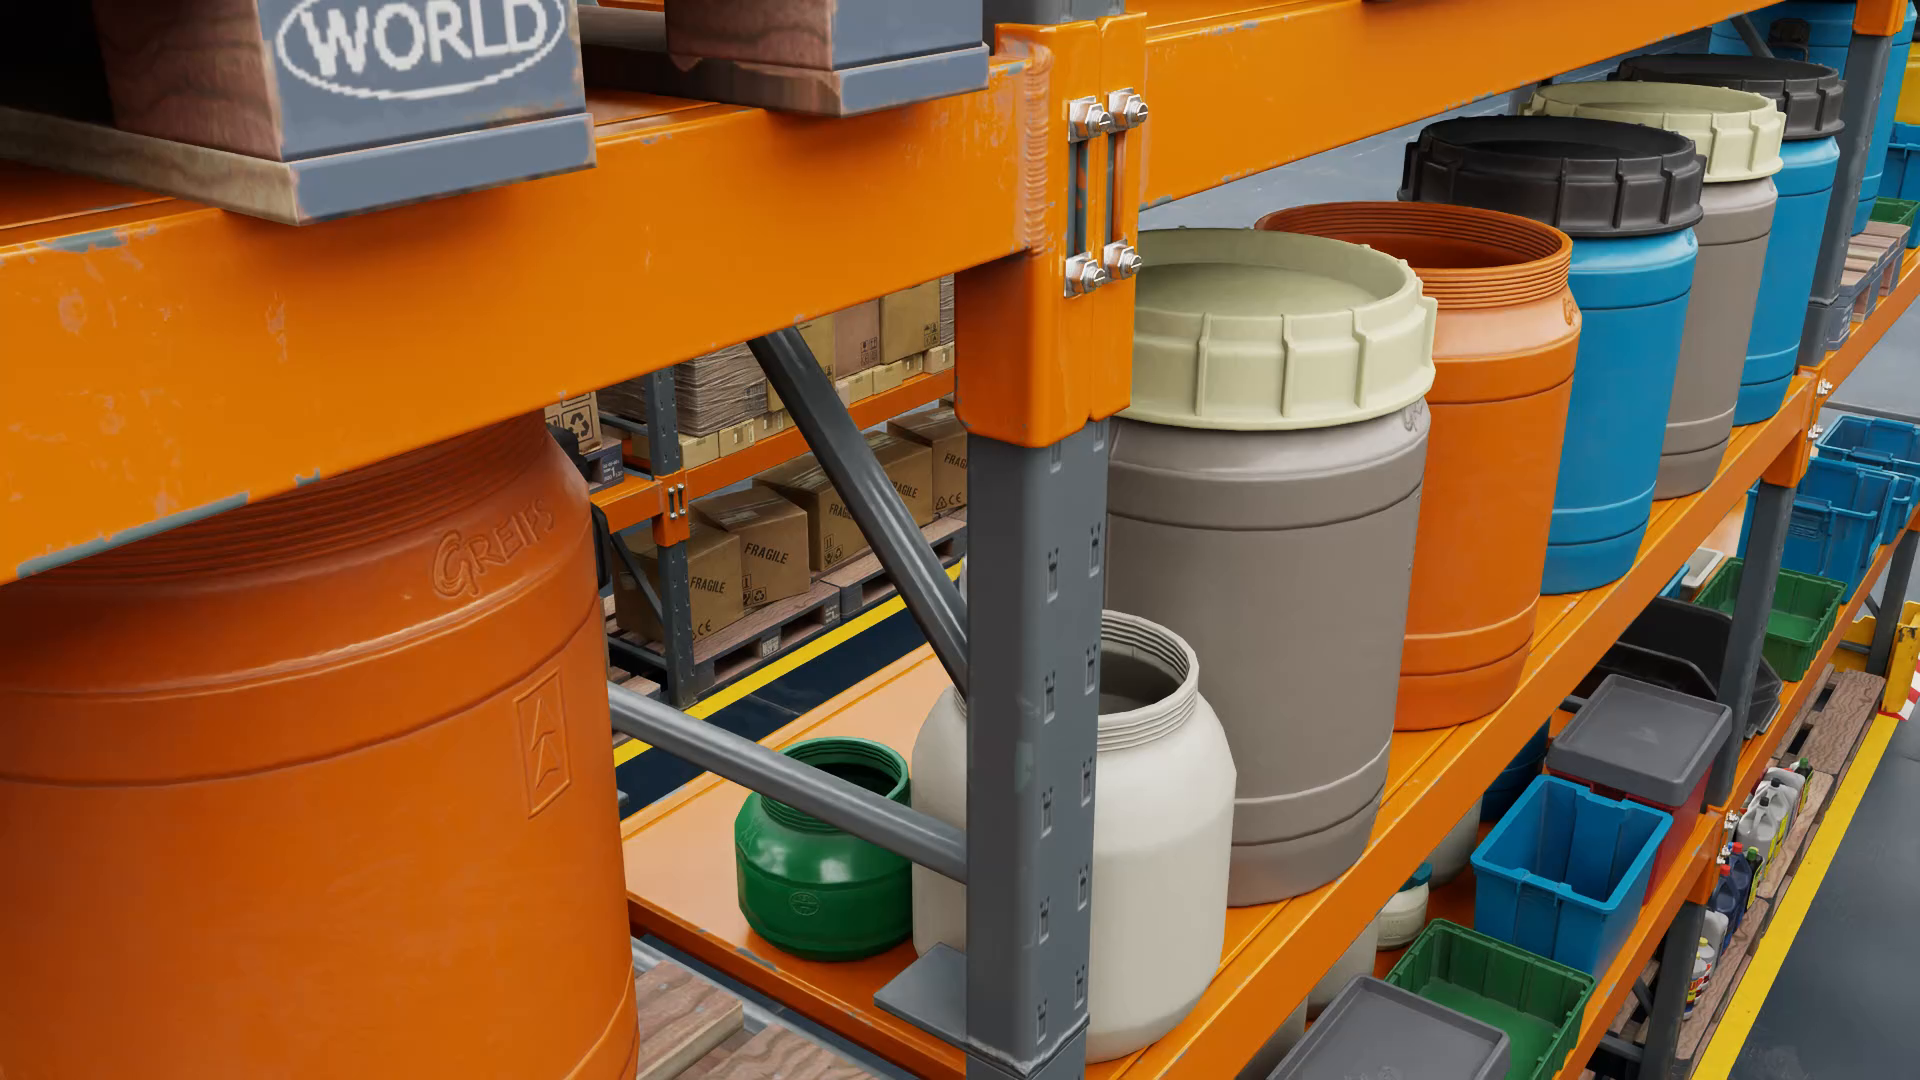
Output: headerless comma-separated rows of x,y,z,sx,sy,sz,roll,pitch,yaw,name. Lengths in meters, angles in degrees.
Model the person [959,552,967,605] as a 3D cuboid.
0.211,0.598,7.168,0.601,1.752,0.688,9,25,20,person
